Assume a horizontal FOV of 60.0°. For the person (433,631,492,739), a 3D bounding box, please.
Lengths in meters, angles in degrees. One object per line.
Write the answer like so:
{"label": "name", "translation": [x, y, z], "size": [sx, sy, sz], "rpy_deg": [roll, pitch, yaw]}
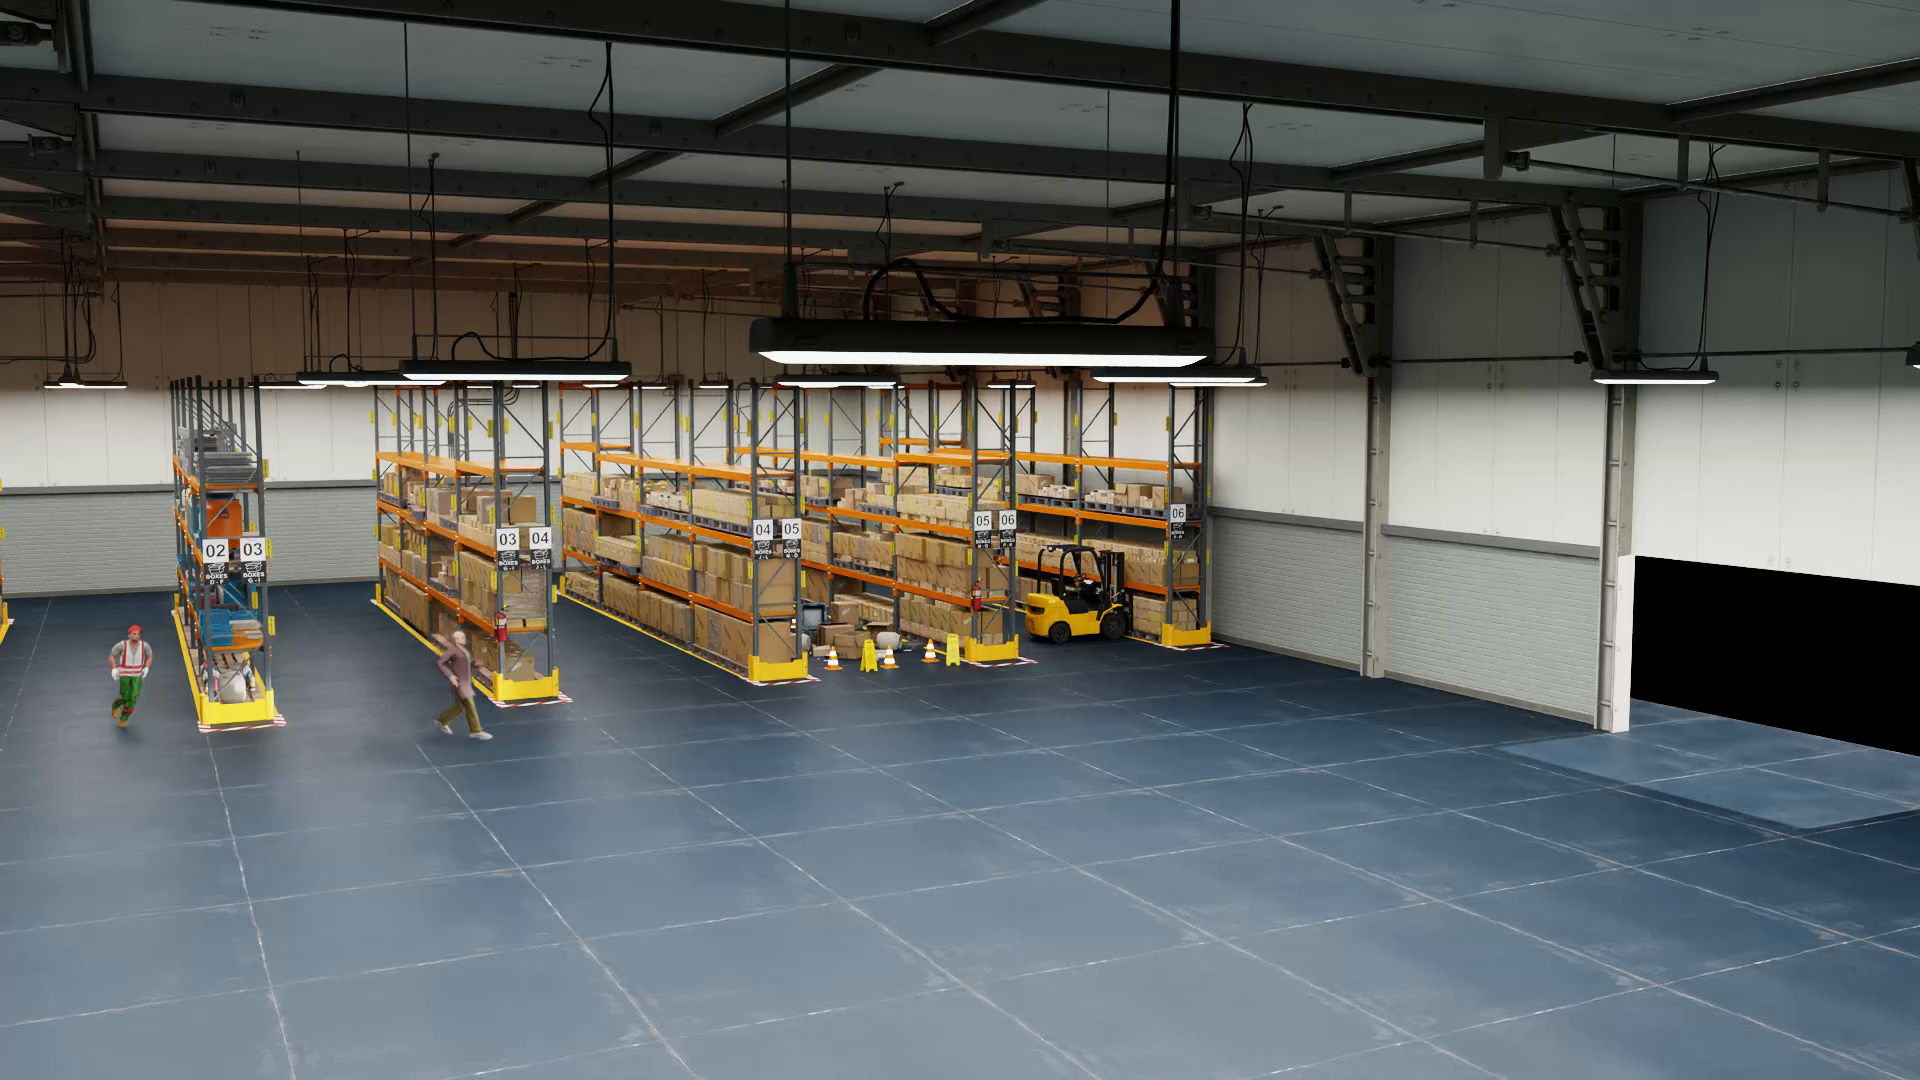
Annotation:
{"label": "person", "translation": [-8.203, 2.376, 27.349], "size": [1.062, 1.765, 0.702], "rpy_deg": [1, 5, 6]}

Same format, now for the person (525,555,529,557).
{"label": "person", "translation": [-12.496, 0.696, 47.496], "size": [0.778, 1.616, 0.807], "rpy_deg": [2, 6, 25]}

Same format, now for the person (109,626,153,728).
{"label": "person", "translation": [-14.280, 2.326, 28.673], "size": [0.659, 1.731, 0.617], "rpy_deg": [-5, 7, -43]}
